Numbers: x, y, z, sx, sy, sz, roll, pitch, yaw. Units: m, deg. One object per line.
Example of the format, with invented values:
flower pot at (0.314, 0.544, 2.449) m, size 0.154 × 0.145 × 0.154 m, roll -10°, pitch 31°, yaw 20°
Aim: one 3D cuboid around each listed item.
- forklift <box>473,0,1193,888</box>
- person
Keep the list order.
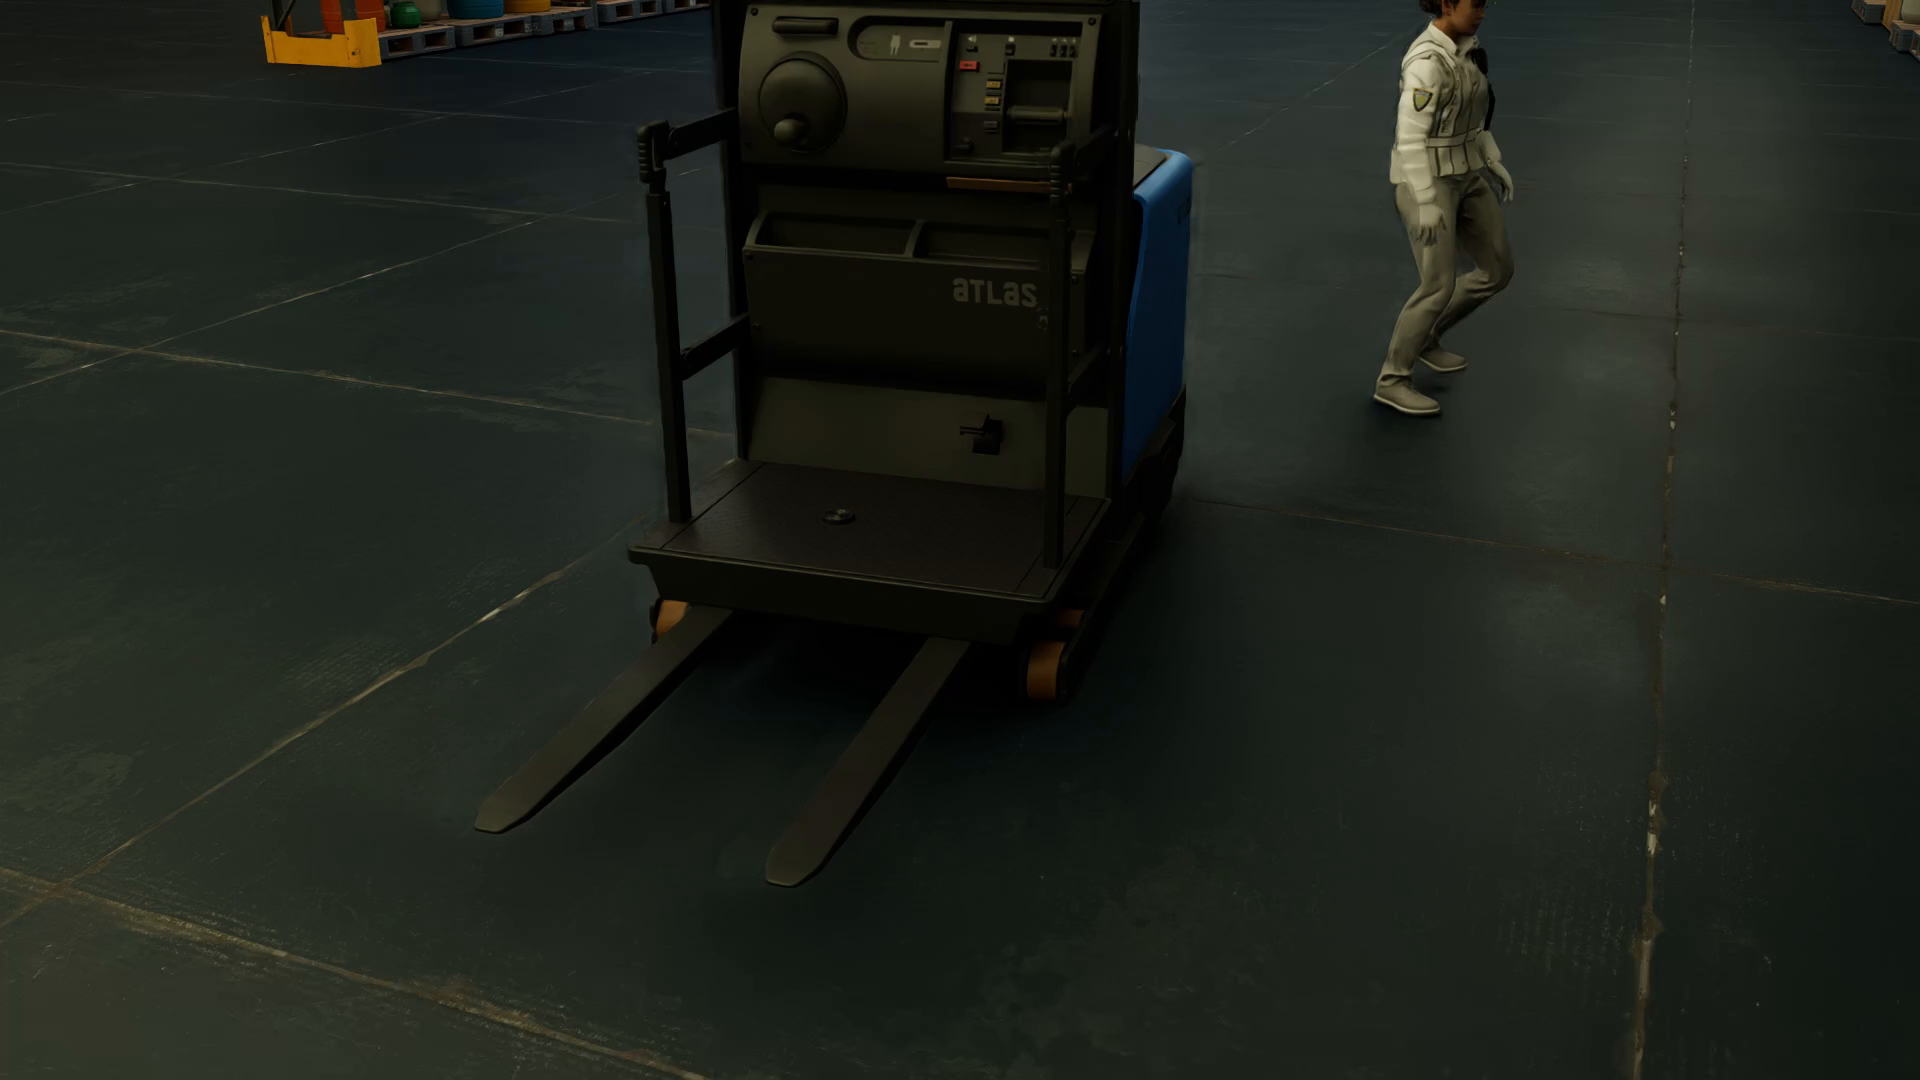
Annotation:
forklift at (-0.172, -1.114, 3.959) m, size 1.130 × 2.935 × 3.031 m, roll 7°, pitch 24°, yaw 16°
person at (1.795, -1.315, 6.167) m, size 0.429 × 1.587 × 0.664 m, roll 20°, pitch 30°, yaw 39°
